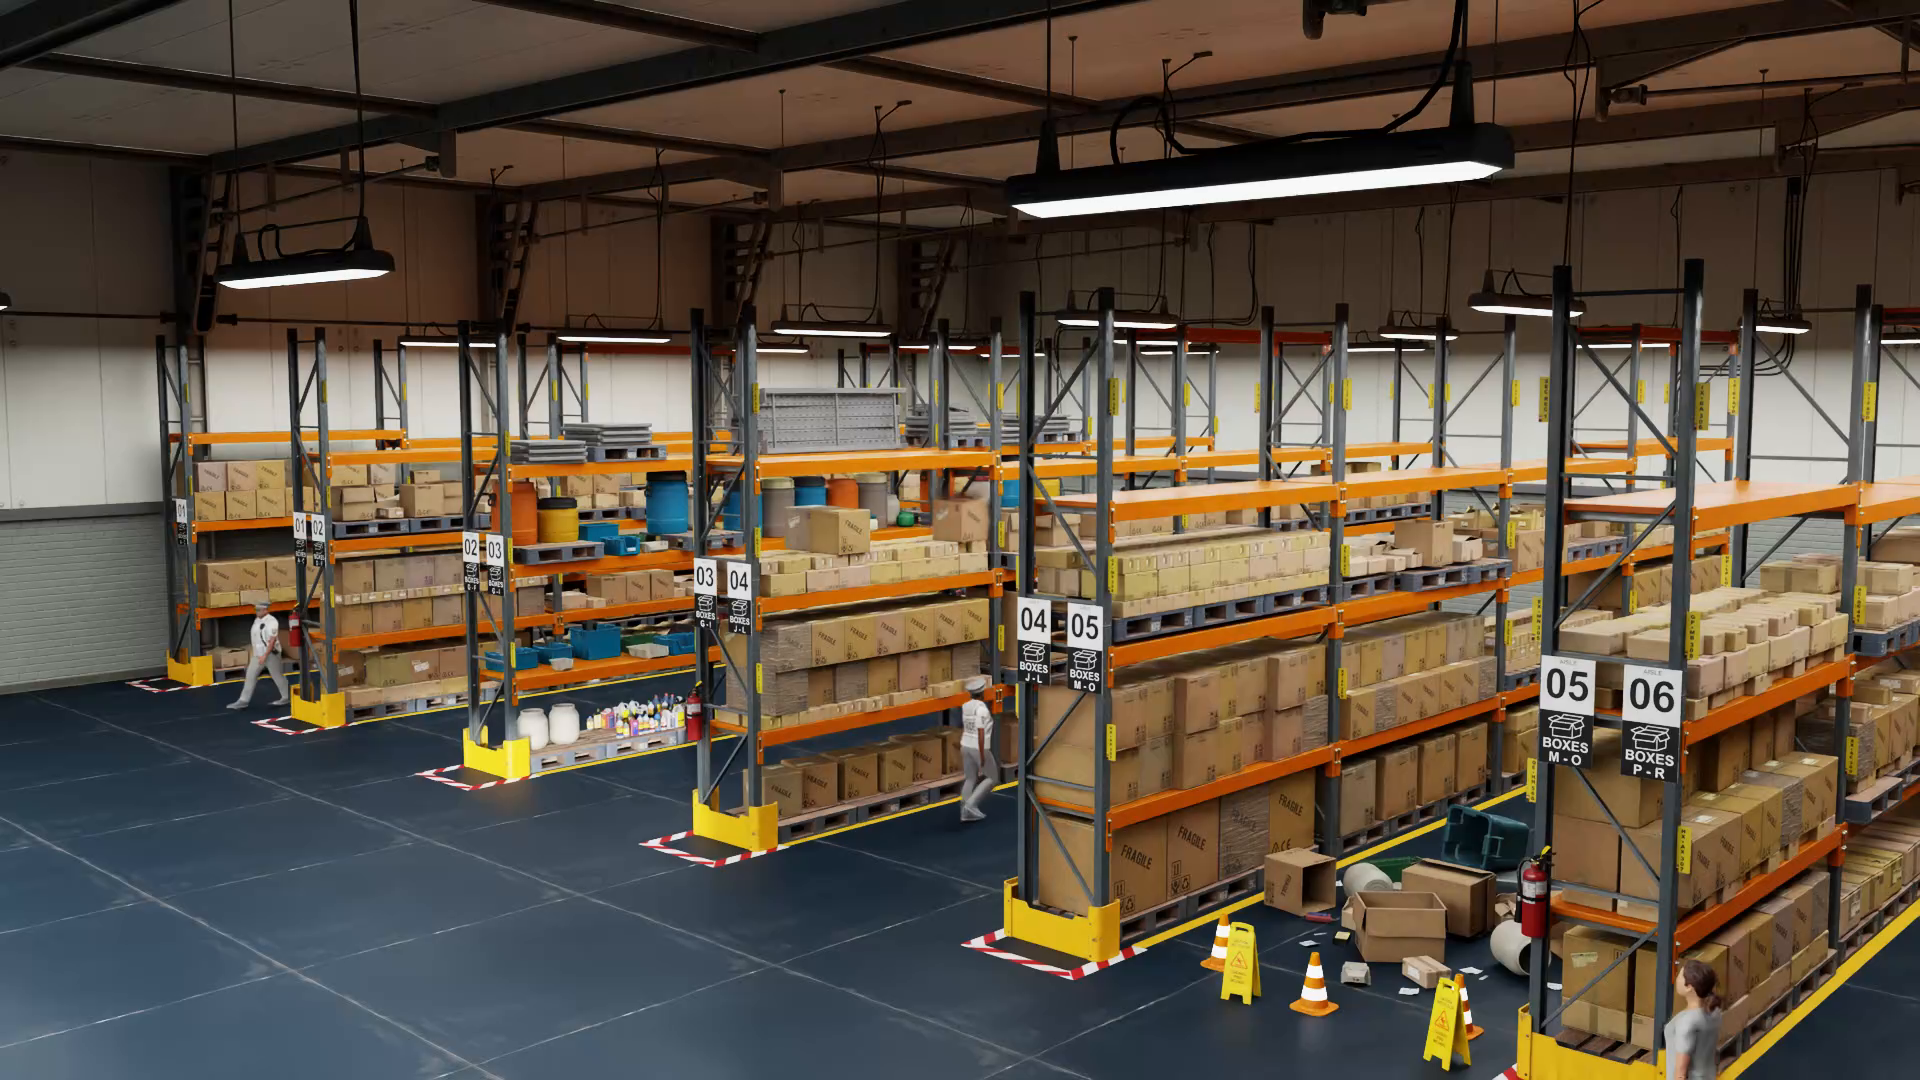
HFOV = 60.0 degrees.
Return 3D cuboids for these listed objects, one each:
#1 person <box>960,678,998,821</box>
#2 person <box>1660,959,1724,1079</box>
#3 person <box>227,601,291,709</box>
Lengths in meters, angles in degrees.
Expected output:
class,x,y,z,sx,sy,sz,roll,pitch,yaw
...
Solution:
class,x,y,z,sx,sy,sz,roll,pitch,yaw
person,0.174,2.480,19.631,0.456,1.679,0.507,-4,7,-36
person,4.499,3.376,10.115,0.663,1.654,0.456,5,7,42
person,-11.104,1.807,26.416,0.585,1.713,0.958,3,6,28
